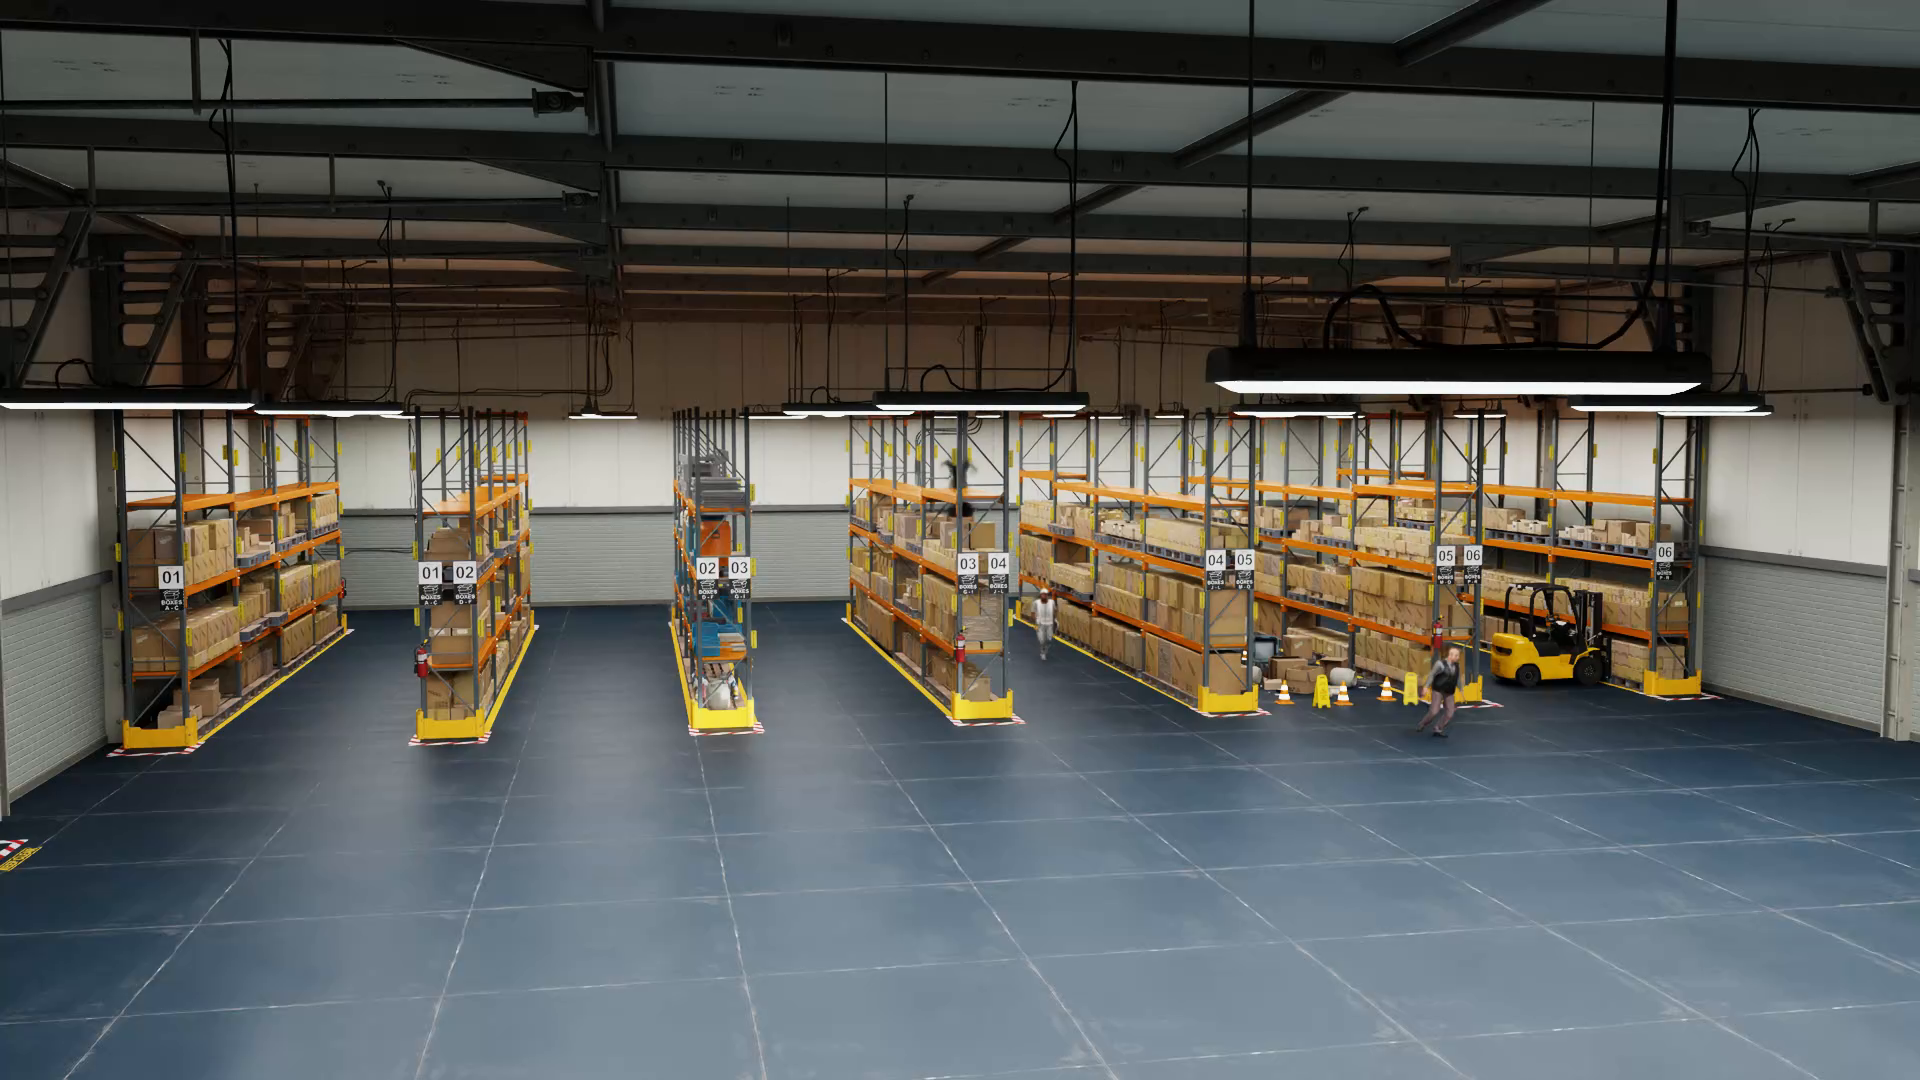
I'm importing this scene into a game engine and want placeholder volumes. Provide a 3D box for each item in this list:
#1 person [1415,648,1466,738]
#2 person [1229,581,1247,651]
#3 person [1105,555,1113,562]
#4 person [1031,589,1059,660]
[{"bbox_3d":[8.686,2.755,30.094,0.789,1.640,0.625,-2,4,-21],"label":"person"},{"bbox_3d":[6.821,1.902,41.379,0.619,1.724,0.972,-2,5,-26],"label":"person"},{"bbox_3d":[4.598,1.272,51.289,0.529,1.622,0.629,-3,5,-35],"label":"person"},{"bbox_3d":[2.035,2.024,39.935,0.673,1.723,0.583,-1,4,-8],"label":"person"}]
